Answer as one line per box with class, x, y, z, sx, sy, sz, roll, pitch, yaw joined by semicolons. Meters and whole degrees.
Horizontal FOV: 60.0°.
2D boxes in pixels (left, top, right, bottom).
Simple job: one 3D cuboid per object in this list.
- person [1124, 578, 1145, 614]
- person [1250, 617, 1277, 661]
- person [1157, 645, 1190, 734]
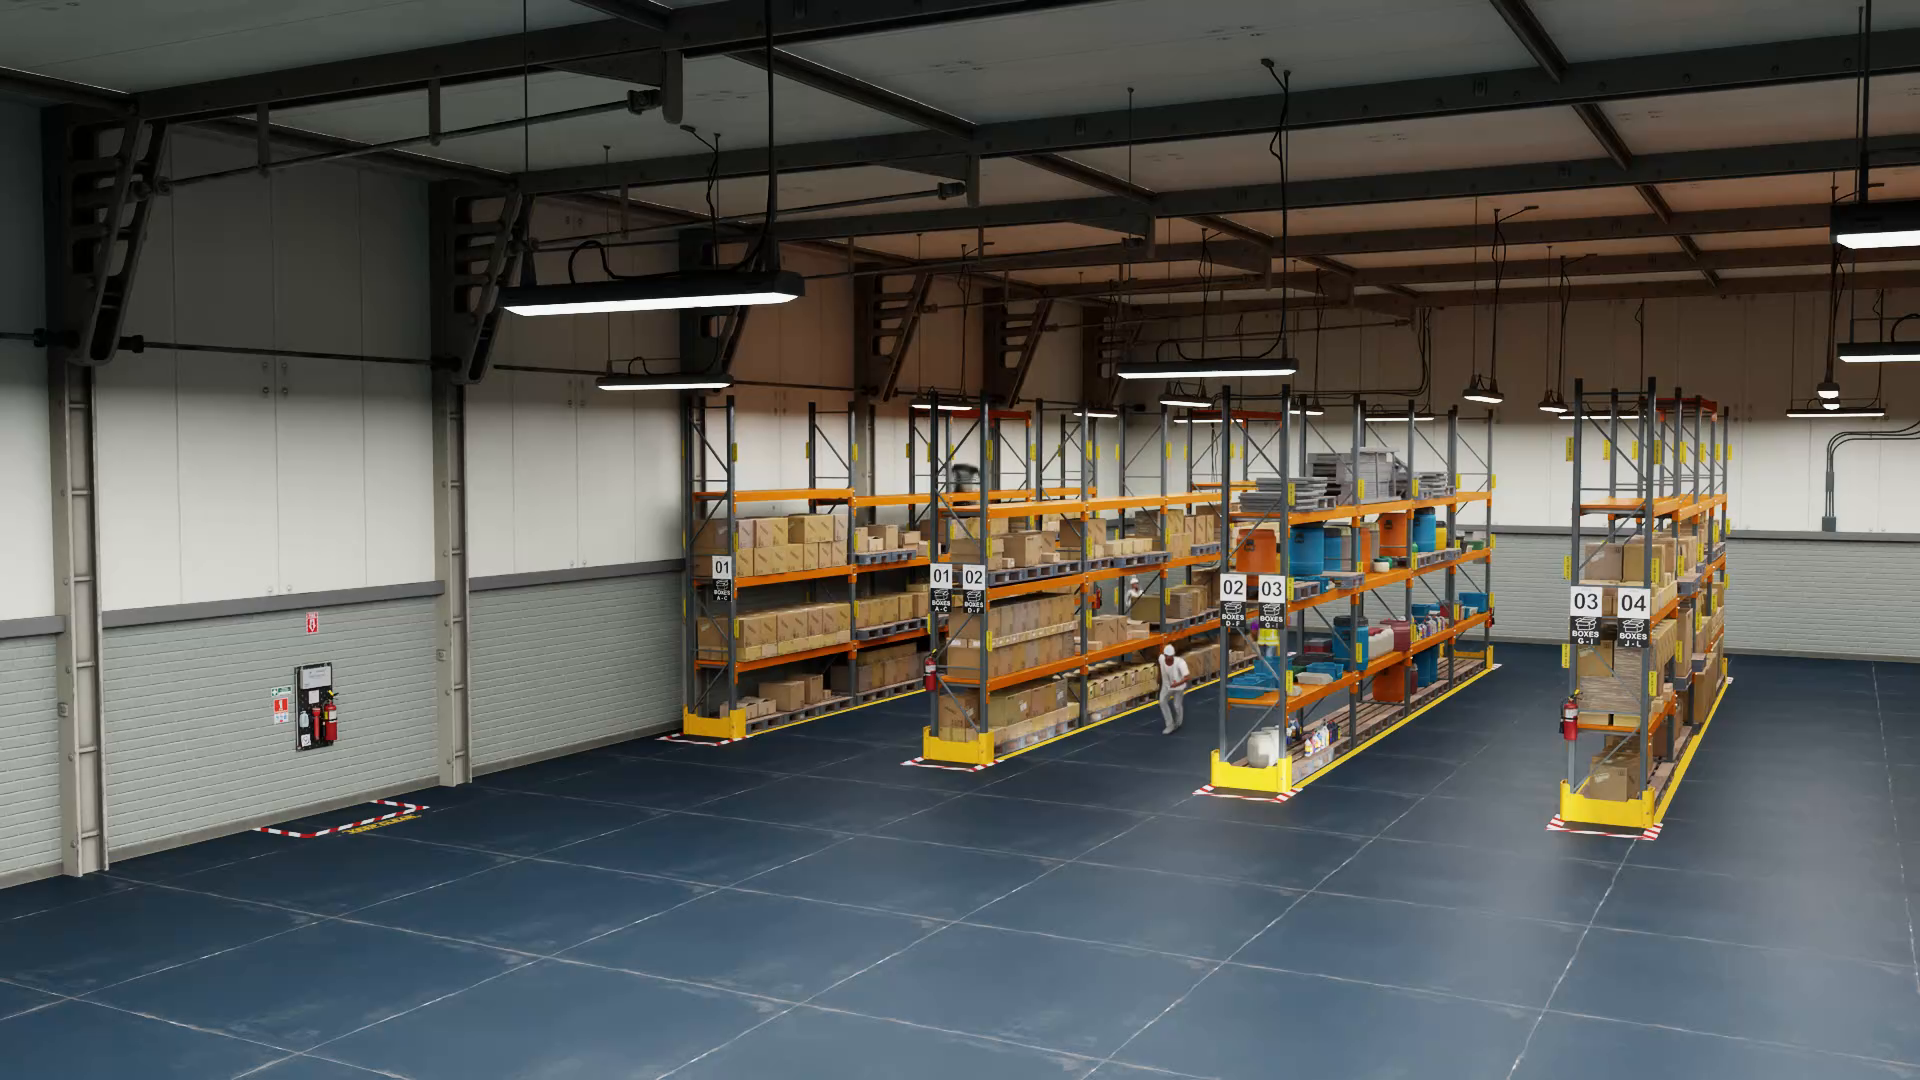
person;4.627;1.859;43.419;0.700;1.732;0.596;-1;3;-24
person;6.510;2.259;35.240;0.691;1.823;0.863;2;3;28
person;3.826;2.620;29.694;0.723;1.591;1.081;1;3;26
